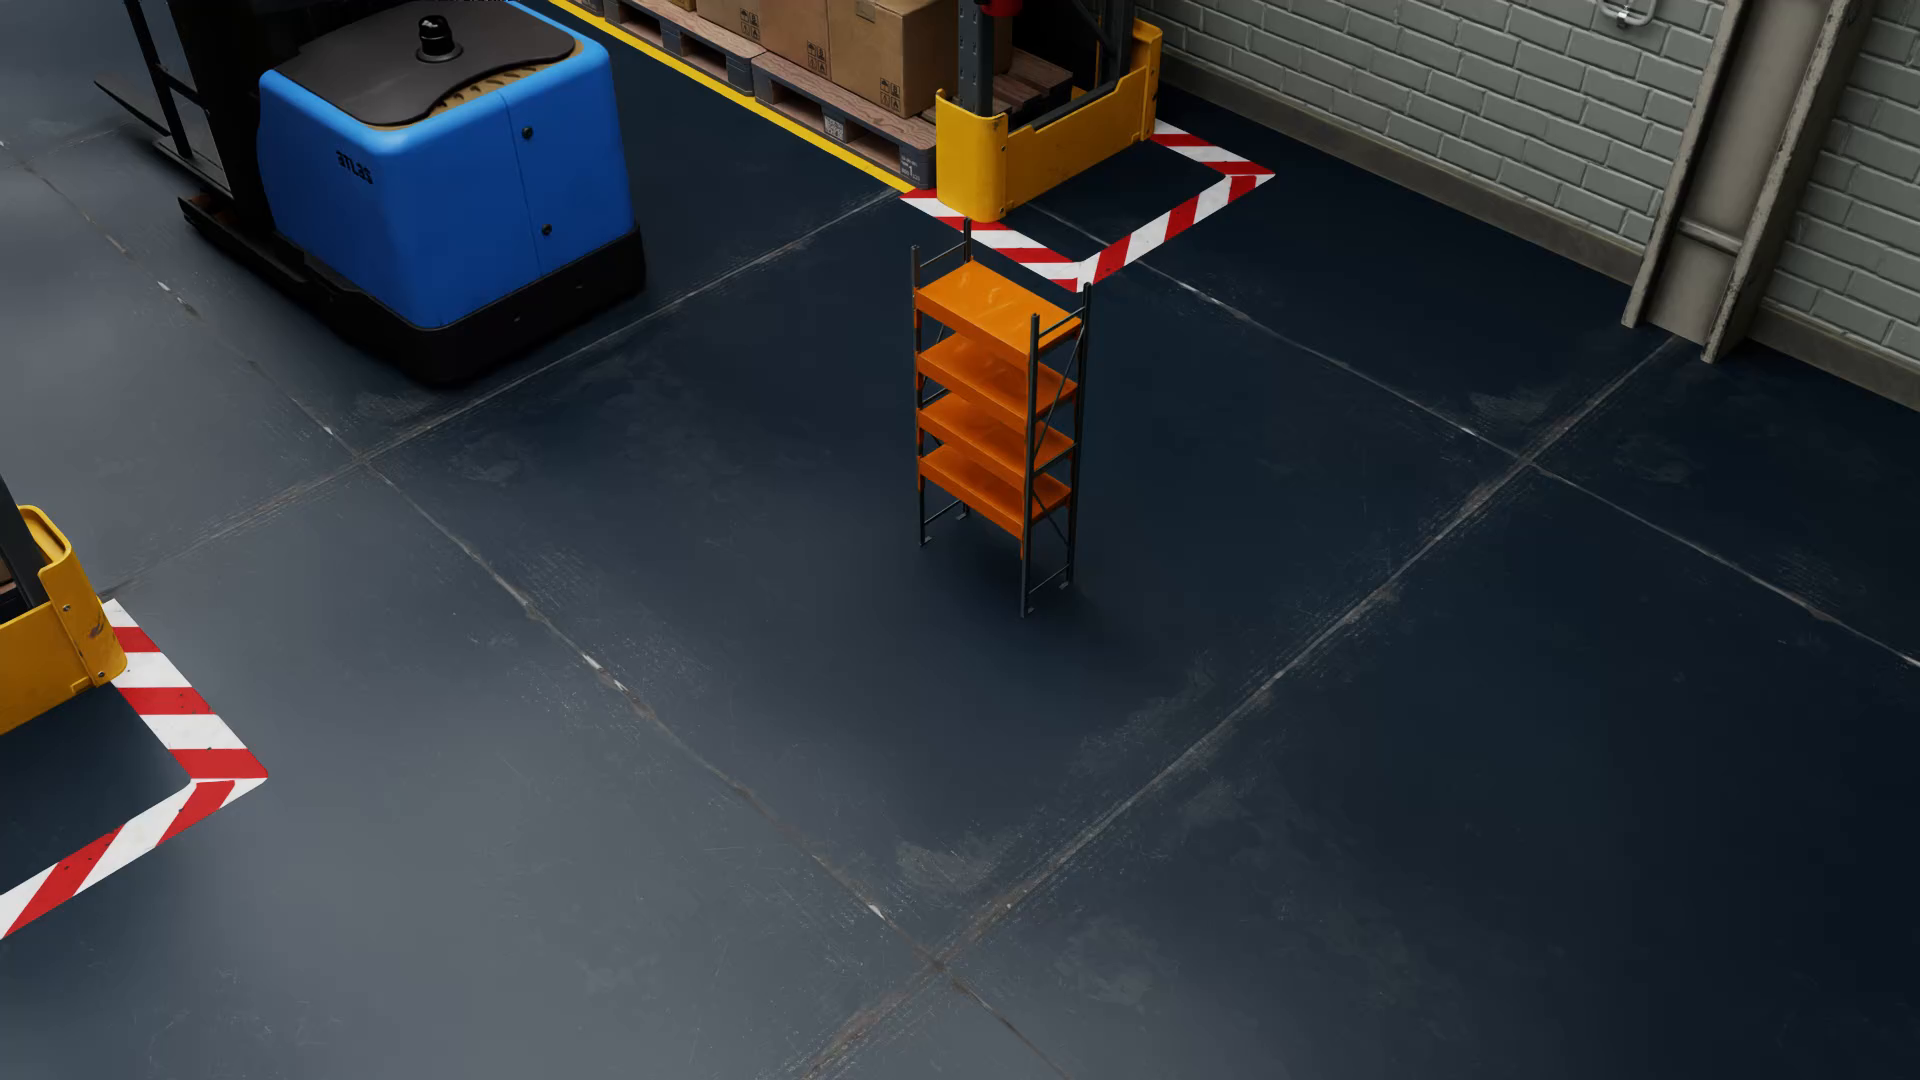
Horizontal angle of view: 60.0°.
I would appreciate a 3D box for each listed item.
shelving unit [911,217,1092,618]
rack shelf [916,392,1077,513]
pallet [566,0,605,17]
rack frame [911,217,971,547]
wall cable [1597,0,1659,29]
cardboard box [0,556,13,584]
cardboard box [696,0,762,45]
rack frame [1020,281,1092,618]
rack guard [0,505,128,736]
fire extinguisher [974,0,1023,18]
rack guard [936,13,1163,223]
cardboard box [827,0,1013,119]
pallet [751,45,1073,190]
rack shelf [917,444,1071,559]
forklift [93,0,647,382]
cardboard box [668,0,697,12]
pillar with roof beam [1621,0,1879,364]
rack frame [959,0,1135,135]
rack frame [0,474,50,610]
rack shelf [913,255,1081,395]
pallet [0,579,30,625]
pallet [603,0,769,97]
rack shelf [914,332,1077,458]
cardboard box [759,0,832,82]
[{"bbox_3d":[0.117,-0.361,5.257,0.258,1.200,0.503,-34,53,-31],"label":"shelving unit"},{"bbox_3d":[0.117,-0.312,5.302,0.258,0.148,0.480,-34,53,-31],"label":"rack shelf"},{"bbox_3d":[-1.955,-3.332,9.200,1.003,0.211,1.213,-34,53,-31],"label":"pallet"},{"bbox_3d":[-0.055,-0.478,5.384,0.240,1.200,0.015,-34,53,-31],"label":"rack frame"},{"bbox_3d":[1.962,-3.048,6.090,0.084,1.984,1.851,-34,53,-31],"label":"wall cable"},{"bbox_3d":[-3.169,0.058,5.253,0.380,0.149,0.250,-34,53,-31],"label":"cardboard box"},{"bbox_3d":[-0.886,-2.843,8.149,0.500,0.500,0.700,32,52,30],"label":"cardboard box"},{"bbox_3d":[0.289,-0.244,5.130,0.240,1.200,0.015,-34,53,-31],"label":"rack frame"},{"bbox_3d":[-3.170,0.420,4.927,1.175,0.500,0.348,-34,53,-31],"label":"rack guard"},{"bbox_3d":[0.168,-2.378,6.445,0.296,0.674,0.183,-34,53,-31],"label":"fire extinguisher"},{"bbox_3d":[0.405,-1.907,7.446,1.175,0.500,0.348,-34,53,-31],"label":"rack guard"},{"bbox_3d":[-0.177,-2.362,7.628,0.700,0.500,0.500,-34,53,-31],"label":"cardboard box"},{"bbox_3d":[-0.232,-2.160,7.932,1.003,0.211,1.213,-34,53,-31],"label":"pallet"},{"bbox_3d":[0.117,-0.166,5.437,0.258,0.148,0.480,-34,53,-31],"label":"rack shelf"},{"bbox_3d":[-2.710,-2.548,6.348,3.031,2.935,1.130,32,51,30],"label":"forklift"},{"bbox_3d":[-1.268,-3.096,8.423,0.700,0.500,0.500,-33,52,-30],"label":"cardboard box"},{"bbox_3d":[-0.141,-2.094,1.386,9.100,9.000,0.400,-34,53,-31],"label":"pillar with roof beam"},{"bbox_3d":[0.388,-2.837,6.610,1.000,3.000,0.127,-34,53,-31],"label":"rack frame"},{"bbox_3d":[-3.117,-0.461,4.039,1.000,3.000,0.127,-34,53,-31],"label":"rack frame"},{"bbox_3d":[0.117,-0.650,4.990,0.258,0.148,0.480,-34,53,-31],"label":"rack shelf"},{"bbox_3d":[-3.734,0.144,5.439,1.003,0.211,1.213,-34,53,-31],"label":"pallet"},{"bbox_3d":[-1.089,-2.746,8.566,1.003,0.211,1.213,-34,53,-31],"label":"pallet"},{"bbox_3d":[0.117,-0.476,5.151,0.258,0.148,0.480,-34,53,-31],"label":"rack shelf"},{"bbox_3d":[-0.531,-2.602,7.888,0.500,0.500,0.700,34,53,31],"label":"cardboard box"}]
